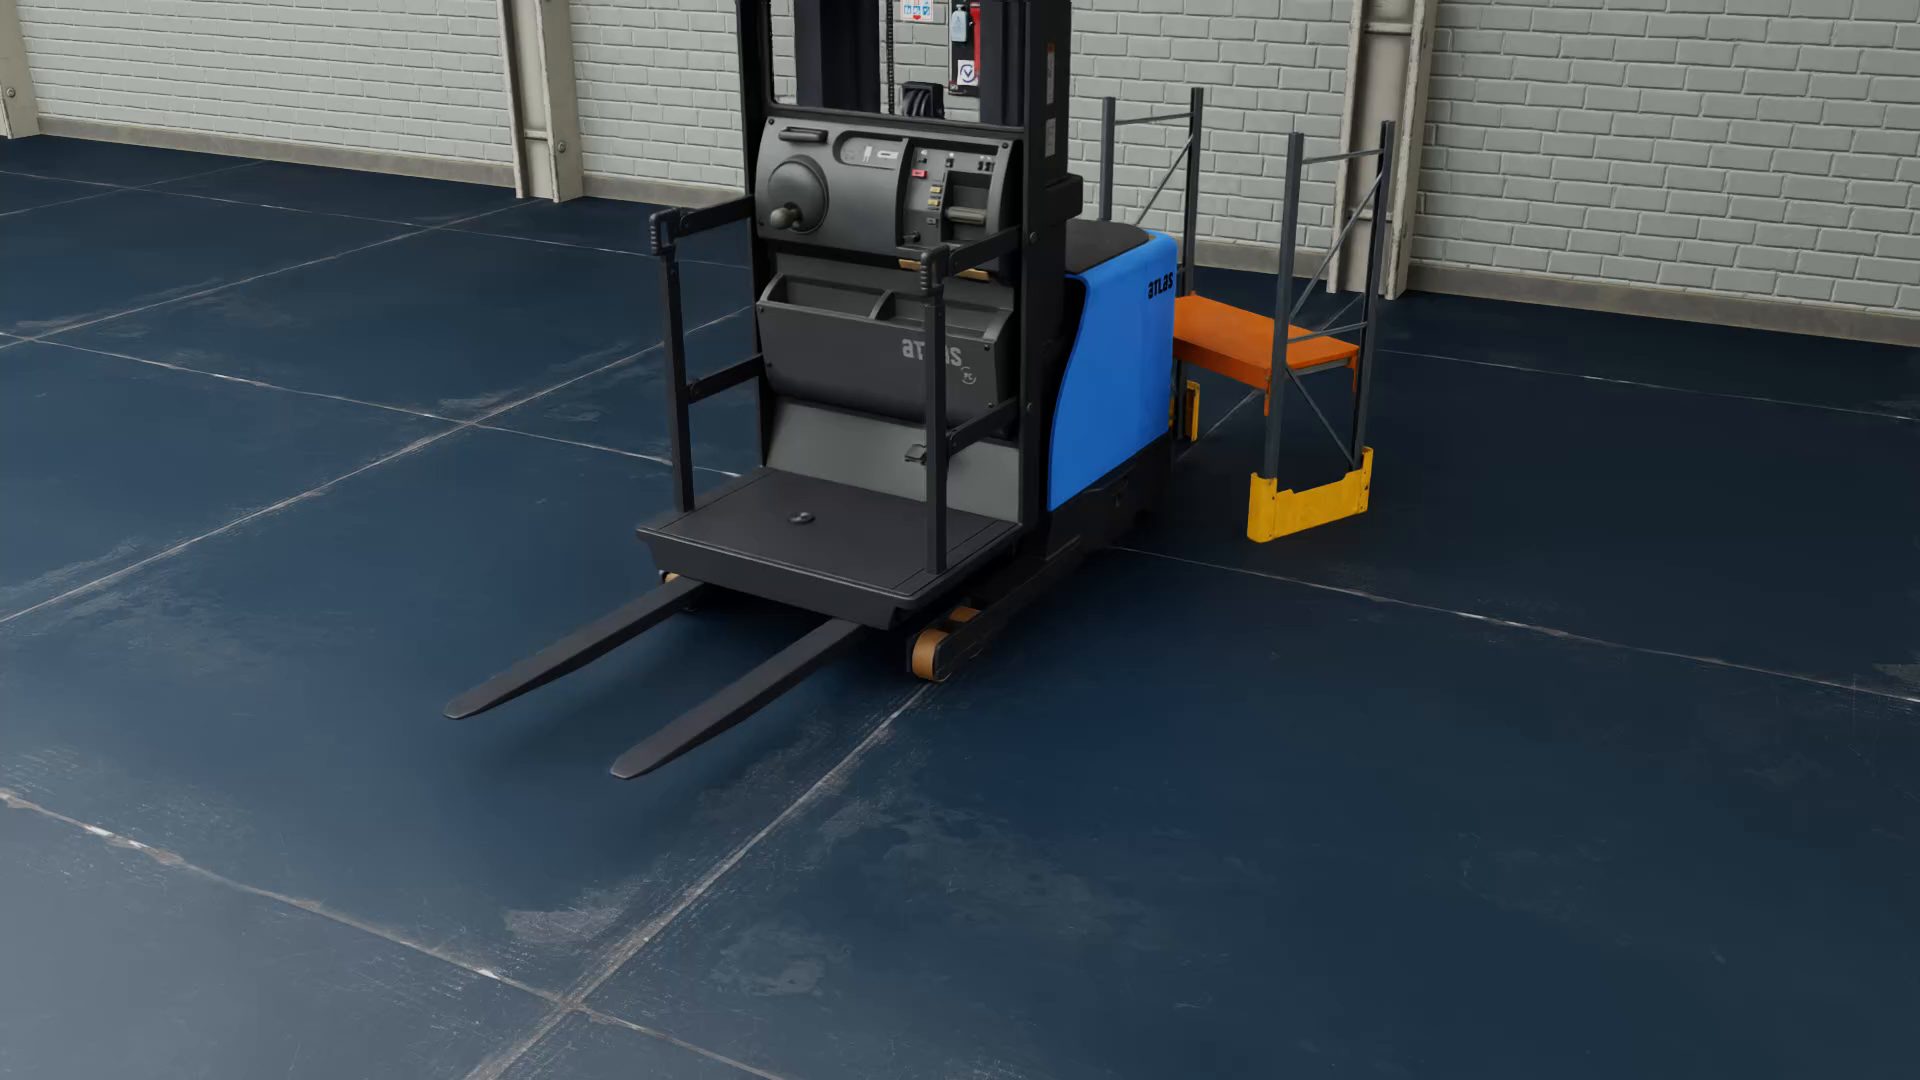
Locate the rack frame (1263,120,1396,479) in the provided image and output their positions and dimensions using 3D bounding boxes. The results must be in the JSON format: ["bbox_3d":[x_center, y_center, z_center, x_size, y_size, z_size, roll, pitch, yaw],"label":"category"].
[{"bbox_3d":[1.342,-0.757,6.112,0.500,1.500,0.032,-15,27,-31],"label":"rack frame"}]

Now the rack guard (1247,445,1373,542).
[{"bbox_3d":[1.341,-0.182,6.358,0.587,0.250,0.087,-15,27,-31],"label":"rack guard"}]

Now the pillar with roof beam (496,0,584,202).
[{"bbox_3d":[-4.932,-5.152,6.866,0.400,9.000,9.100,11,25,25],"label":"pillar with roof beam"}]

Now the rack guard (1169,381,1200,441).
[{"bbox_3d":[0.781,-0.504,7.116,0.587,0.250,0.087,-15,27,-31],"label":"rack guard"}]

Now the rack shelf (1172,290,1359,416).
[{"bbox_3d":[1.056,-0.755,6.569,0.538,0.185,1.000,-15,27,-31],"label":"rack shelf"}]

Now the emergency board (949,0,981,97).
[{"bbox_3d":[0.177,-3.285,10.142,0.643,1.169,0.194,11,25,25],"label":"emergency board"}]

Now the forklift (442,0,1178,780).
[{"bbox_3d":[-0.361,-1.109,5.113,1.130,2.935,3.031,13,26,28],"label":"forklift"}]

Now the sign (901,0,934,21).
[{"bbox_3d":[-0.270,-3.435,10.449,0.234,0.329,0.001,11,25,25],"label":"sign"}]

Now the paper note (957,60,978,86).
[{"bbox_3d":[0.050,-2.935,10.444,0.142,0.148,0.016,11,25,25],"label":"paper note"}]

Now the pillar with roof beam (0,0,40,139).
[{"bbox_3d":[-10.286,-6.211,9.357,0.400,9.000,9.100,11,25,25],"label":"pillar with roof beam"}]

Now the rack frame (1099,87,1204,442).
[{"bbox_3d":[0.770,-1.085,6.886,0.500,1.500,0.032,-15,27,-31],"label":"rack frame"}]

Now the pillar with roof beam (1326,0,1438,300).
[{"bbox_3d":[0.423,-4.092,4.375,0.400,9.000,9.100,11,25,25],"label":"pillar with roof beam"}]

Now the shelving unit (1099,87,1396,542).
[{"bbox_3d":[1.061,-0.918,6.492,0.587,1.500,1.083,-15,27,-31],"label":"shelving unit"}]
